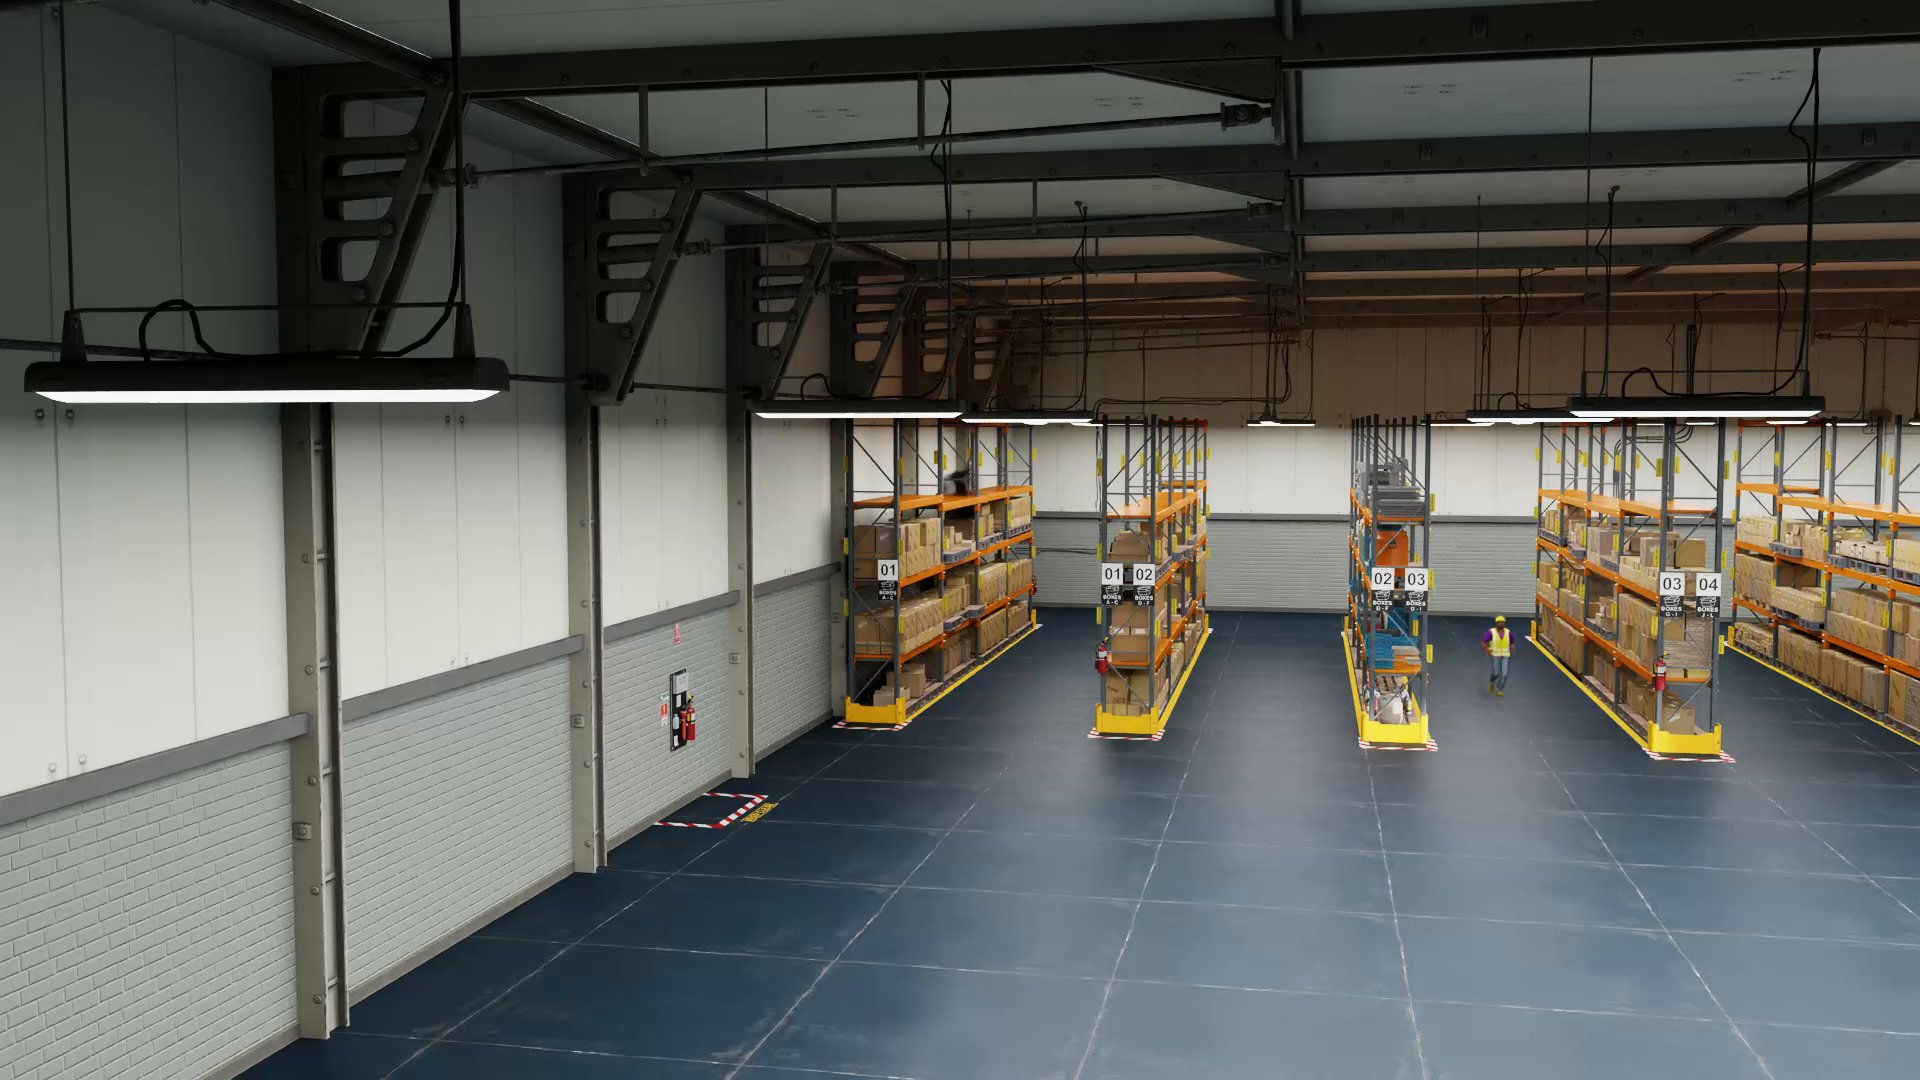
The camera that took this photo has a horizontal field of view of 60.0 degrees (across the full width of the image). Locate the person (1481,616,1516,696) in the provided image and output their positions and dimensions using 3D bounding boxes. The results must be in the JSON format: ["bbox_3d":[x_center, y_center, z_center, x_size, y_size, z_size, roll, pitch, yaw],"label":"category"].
[{"bbox_3d":[11.556,2.488,35.589,0.695,1.718,0.593,0,4,3],"label":"person"}]
